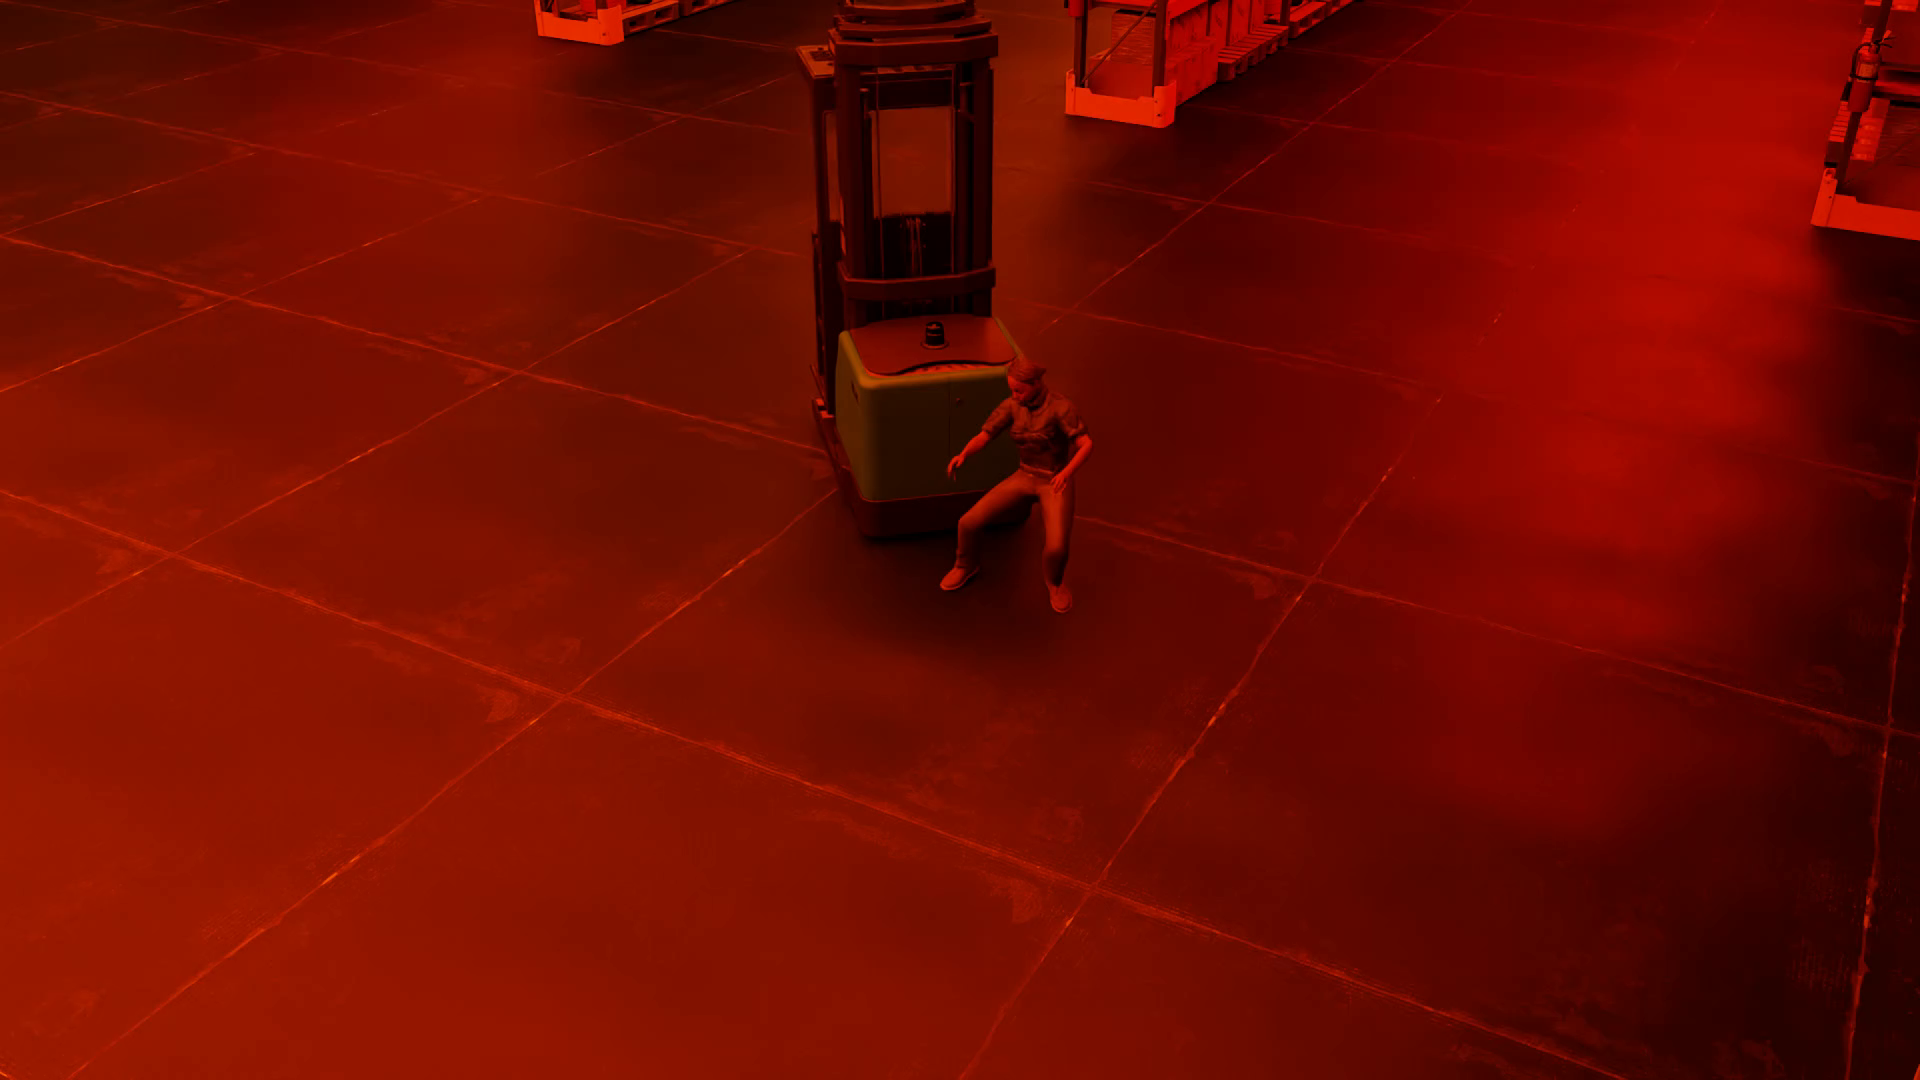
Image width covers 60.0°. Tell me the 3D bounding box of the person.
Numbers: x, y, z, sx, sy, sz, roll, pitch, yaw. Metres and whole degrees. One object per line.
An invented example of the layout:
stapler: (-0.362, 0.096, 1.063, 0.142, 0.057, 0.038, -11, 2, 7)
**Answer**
person: (0.298, -0.272, 9.043, 0.873, 1.427, 0.716, 22, 36, 33)

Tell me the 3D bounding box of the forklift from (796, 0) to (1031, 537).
forklift: (-0.396, -2.010, 10.553, 1.130, 2.935, 3.031, -7, 31, -11)
